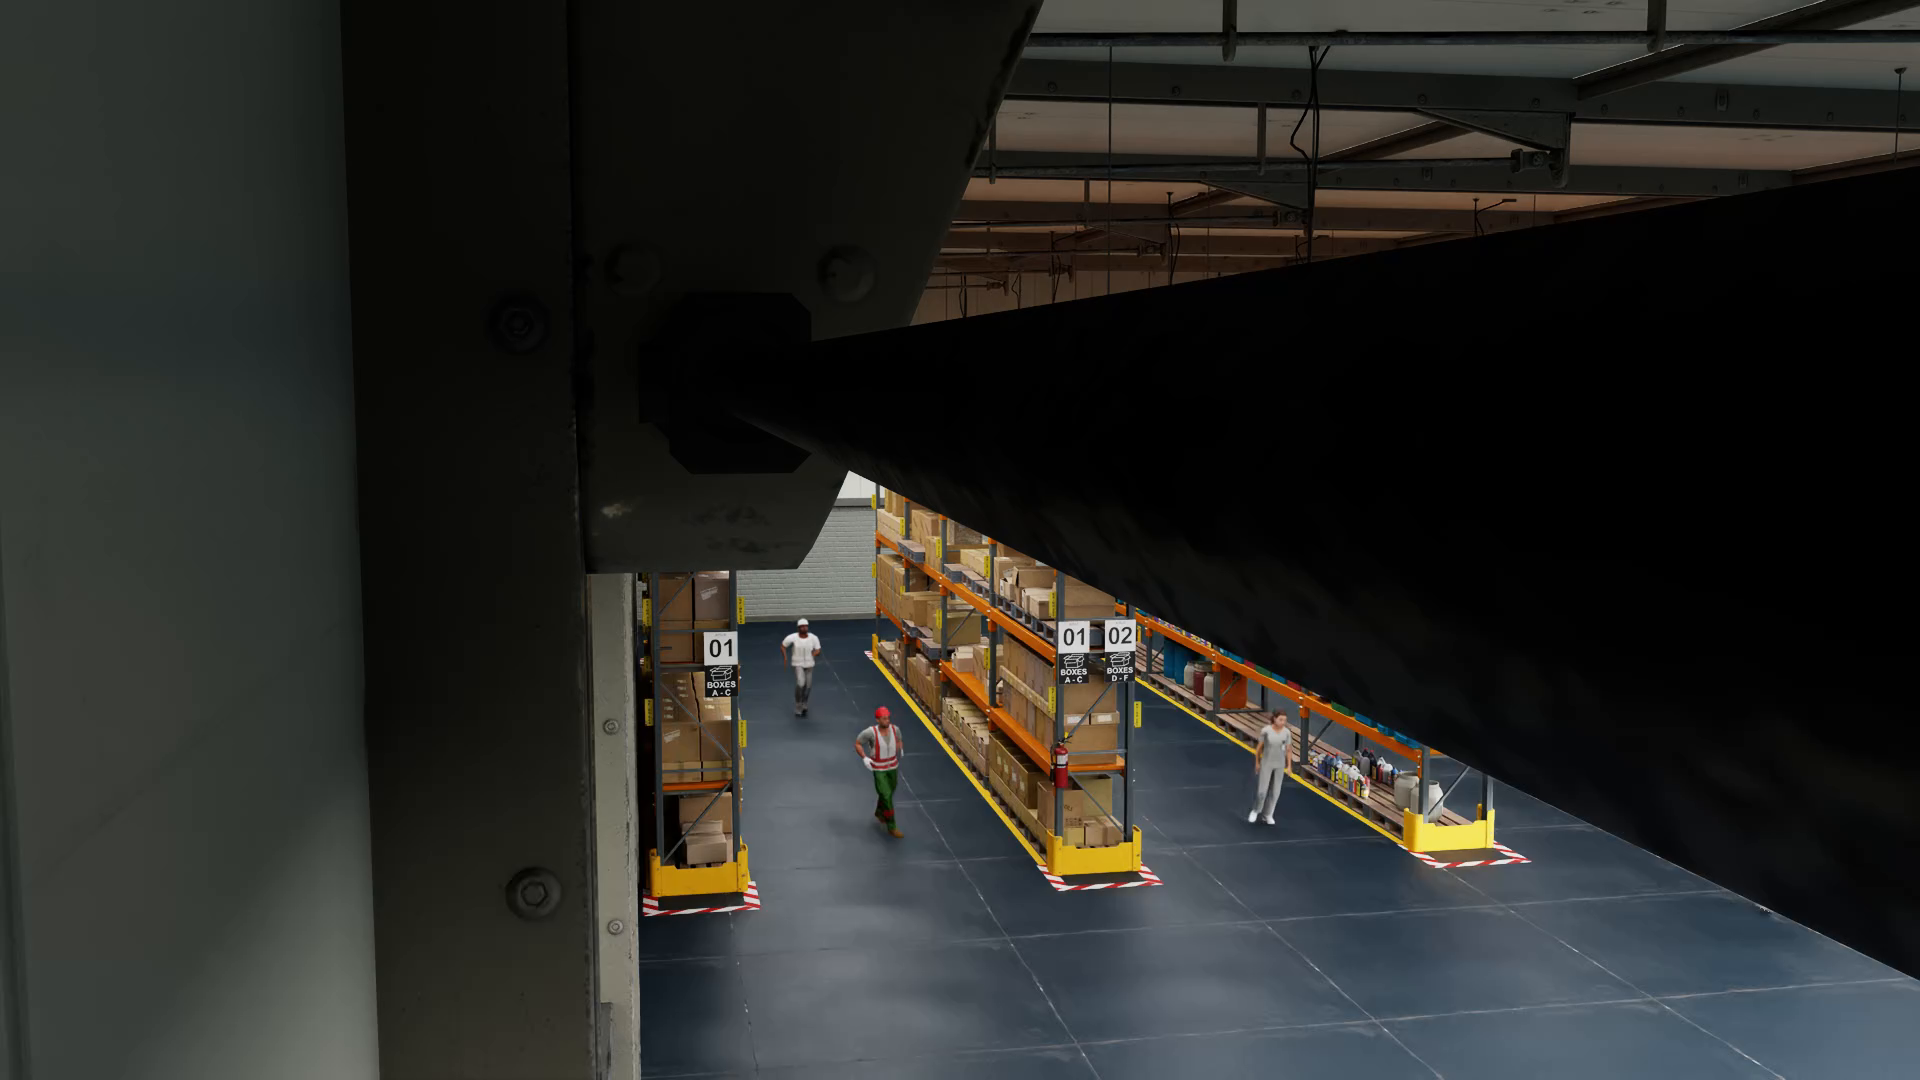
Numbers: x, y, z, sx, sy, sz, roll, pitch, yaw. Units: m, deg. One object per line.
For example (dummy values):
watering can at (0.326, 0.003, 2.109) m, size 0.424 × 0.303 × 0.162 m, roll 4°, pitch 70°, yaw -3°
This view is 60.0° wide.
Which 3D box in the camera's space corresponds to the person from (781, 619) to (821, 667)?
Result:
person at (-2.869, 1.891, 30.395) m, size 0.689 × 0.897 × 0.674 m, roll -2°, pitch 6°, yaw -21°

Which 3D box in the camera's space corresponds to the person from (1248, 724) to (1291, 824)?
person at (4.298, 3.249, 23.072) m, size 0.572 × 1.403 × 0.400 m, roll 0°, pitch 6°, yaw -4°

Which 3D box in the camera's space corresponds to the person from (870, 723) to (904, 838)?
person at (-1.037, 3.235, 22.670) m, size 0.450 × 1.508 × 0.874 m, roll -4°, pitch 7°, yaw -33°
